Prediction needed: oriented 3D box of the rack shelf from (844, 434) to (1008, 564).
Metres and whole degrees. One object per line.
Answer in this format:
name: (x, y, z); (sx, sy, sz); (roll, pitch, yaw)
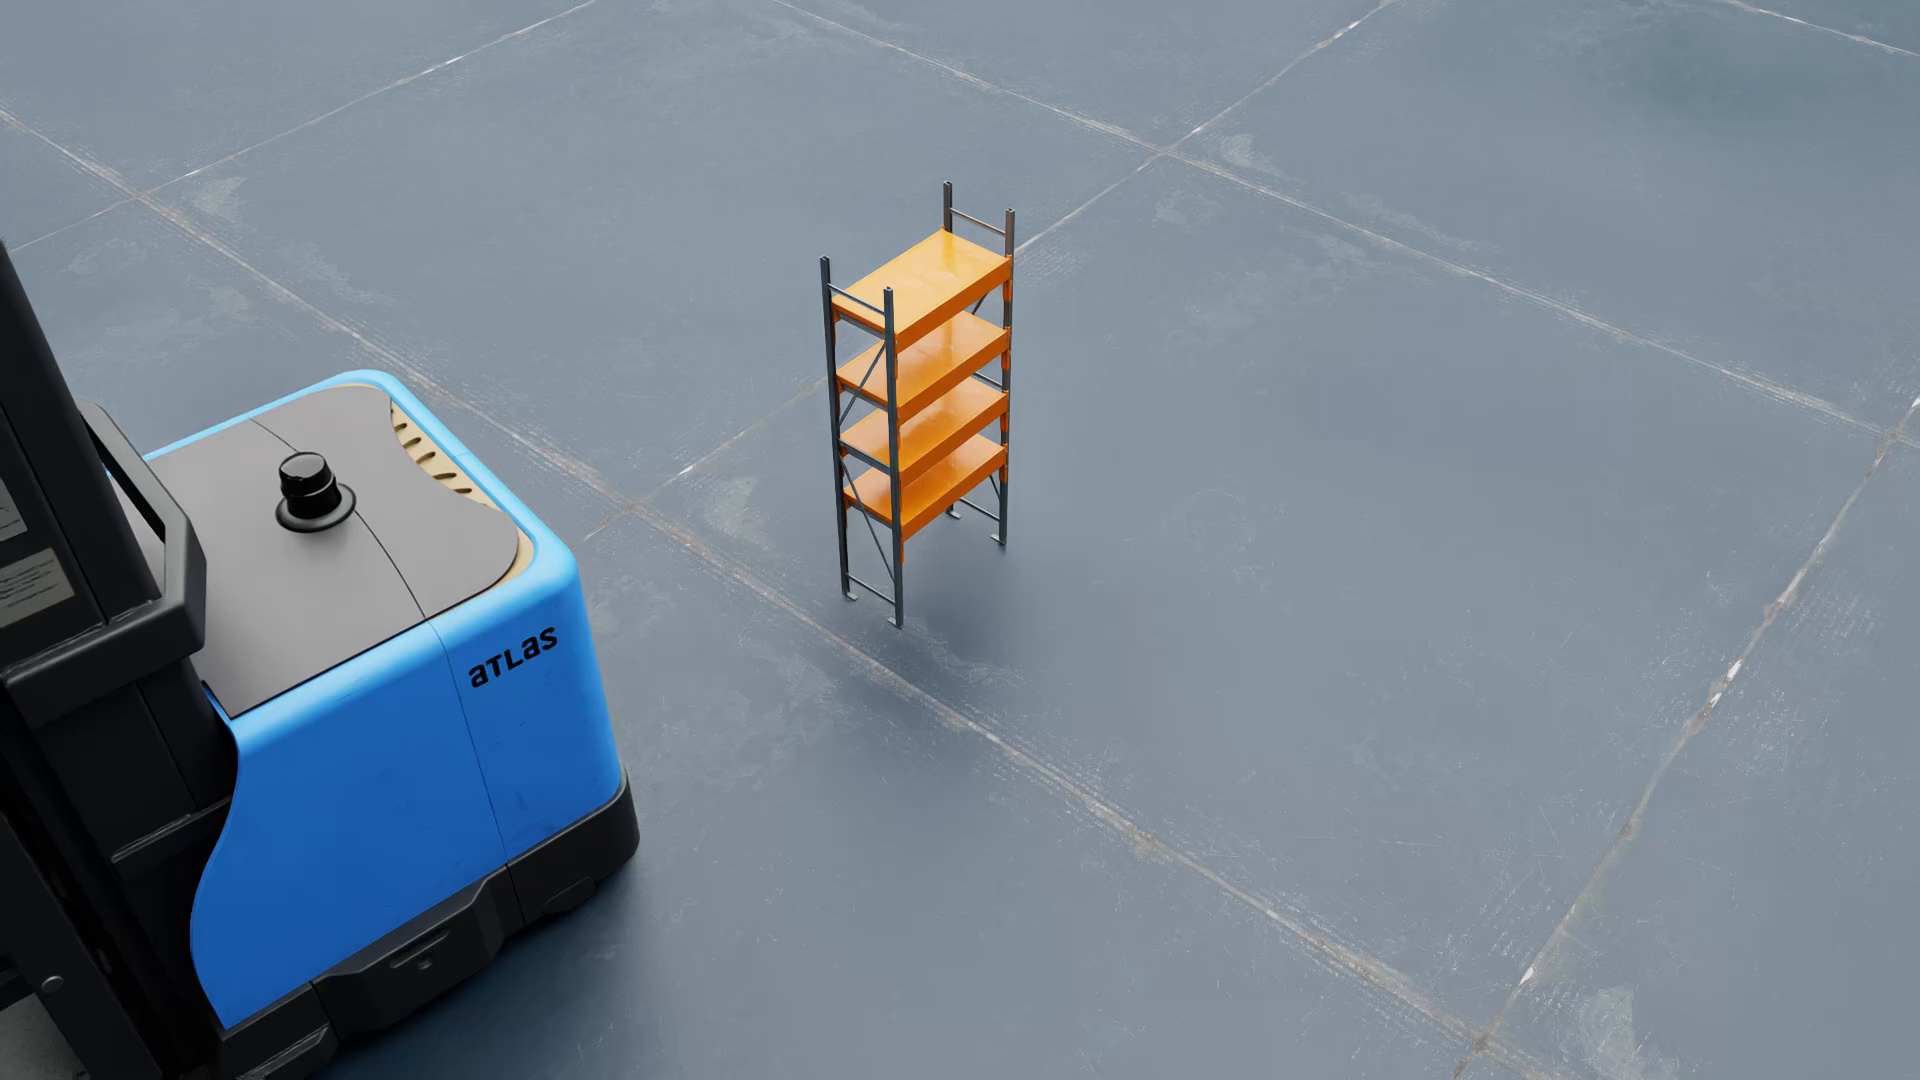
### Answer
rack shelf: (-0.107, -0.162, 4.931); (0.258, 0.148, 0.480); (29, 50, 28)

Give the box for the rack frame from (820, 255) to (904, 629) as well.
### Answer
rack frame: (-0.264, -0.233, 4.614); (0.240, 1.200, 0.015); (29, 50, 28)

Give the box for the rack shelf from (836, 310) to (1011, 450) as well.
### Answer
rack shelf: (-0.107, -0.474, 4.647); (0.258, 0.148, 0.480); (29, 50, 28)

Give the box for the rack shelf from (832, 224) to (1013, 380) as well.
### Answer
rack shelf: (-0.107, -0.649, 4.488); (0.258, 0.148, 0.480); (29, 50, 28)

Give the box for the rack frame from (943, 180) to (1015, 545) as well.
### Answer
rack frame: (0.051, -0.484, 4.891); (0.240, 1.200, 0.015); (29, 50, 28)

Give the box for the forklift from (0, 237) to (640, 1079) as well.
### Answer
forklift: (-2.273, 0.151, 2.905); (3.031, 2.935, 1.130); (-30, 50, -29)

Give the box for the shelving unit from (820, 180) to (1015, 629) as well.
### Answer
shelving unit: (-0.107, -0.359, 4.753); (0.258, 1.200, 0.503); (29, 50, 28)

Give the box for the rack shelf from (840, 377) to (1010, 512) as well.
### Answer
rack shelf: (-0.107, -0.309, 4.798); (0.258, 0.148, 0.480); (29, 50, 28)
